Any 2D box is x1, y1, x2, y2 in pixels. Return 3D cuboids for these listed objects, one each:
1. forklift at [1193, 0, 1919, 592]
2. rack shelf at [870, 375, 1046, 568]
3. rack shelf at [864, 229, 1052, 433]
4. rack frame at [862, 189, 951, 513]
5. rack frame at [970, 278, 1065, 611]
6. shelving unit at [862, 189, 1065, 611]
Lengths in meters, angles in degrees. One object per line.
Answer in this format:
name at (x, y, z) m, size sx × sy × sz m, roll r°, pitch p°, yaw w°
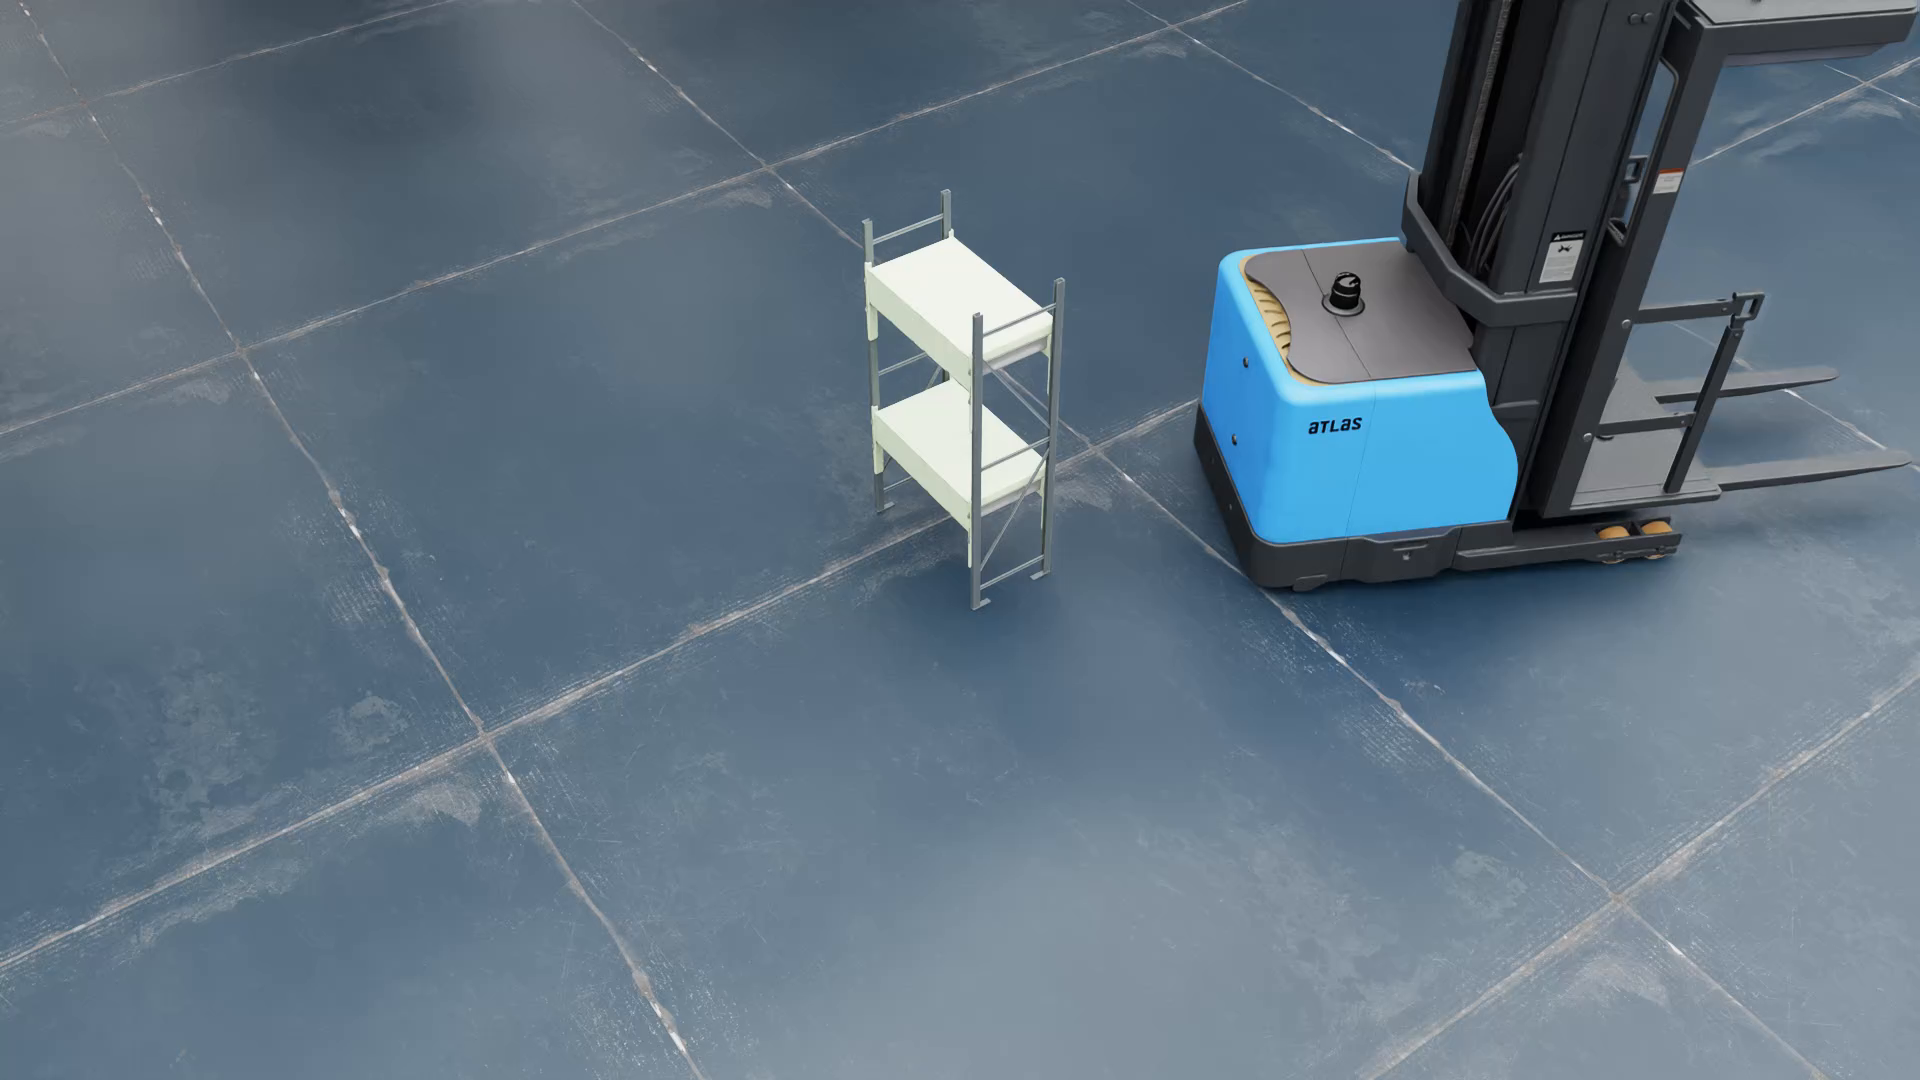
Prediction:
forklift at (2.630, -1.315, 6.496) m, size 3.031 × 2.935 × 1.130 m, roll -6°, pitch 44°, yaw -6°
rack shelf at (0.004, -0.303, 6.944) m, size 0.431 × 0.370 × 0.720 m, roll -26°, pitch 49°, yaw -24°
rack shelf at (0.004, -0.821, 6.450) m, size 0.431 × 0.370 × 0.720 m, roll -26°, pitch 49°, yaw -24°
rack frame at (-0.206, -0.746, 6.936) m, size 0.400 × 1.500 × 0.023 m, roll -26°, pitch 49°, yaw -24°
rack frame at (0.213, -0.331, 6.502) m, size 0.400 × 1.500 × 0.023 m, roll -26°, pitch 49°, yaw -24°
shelving unit at (0.004, -0.539, 6.719) m, size 0.431 × 1.500 × 0.755 m, roll -26°, pitch 49°, yaw -24°
